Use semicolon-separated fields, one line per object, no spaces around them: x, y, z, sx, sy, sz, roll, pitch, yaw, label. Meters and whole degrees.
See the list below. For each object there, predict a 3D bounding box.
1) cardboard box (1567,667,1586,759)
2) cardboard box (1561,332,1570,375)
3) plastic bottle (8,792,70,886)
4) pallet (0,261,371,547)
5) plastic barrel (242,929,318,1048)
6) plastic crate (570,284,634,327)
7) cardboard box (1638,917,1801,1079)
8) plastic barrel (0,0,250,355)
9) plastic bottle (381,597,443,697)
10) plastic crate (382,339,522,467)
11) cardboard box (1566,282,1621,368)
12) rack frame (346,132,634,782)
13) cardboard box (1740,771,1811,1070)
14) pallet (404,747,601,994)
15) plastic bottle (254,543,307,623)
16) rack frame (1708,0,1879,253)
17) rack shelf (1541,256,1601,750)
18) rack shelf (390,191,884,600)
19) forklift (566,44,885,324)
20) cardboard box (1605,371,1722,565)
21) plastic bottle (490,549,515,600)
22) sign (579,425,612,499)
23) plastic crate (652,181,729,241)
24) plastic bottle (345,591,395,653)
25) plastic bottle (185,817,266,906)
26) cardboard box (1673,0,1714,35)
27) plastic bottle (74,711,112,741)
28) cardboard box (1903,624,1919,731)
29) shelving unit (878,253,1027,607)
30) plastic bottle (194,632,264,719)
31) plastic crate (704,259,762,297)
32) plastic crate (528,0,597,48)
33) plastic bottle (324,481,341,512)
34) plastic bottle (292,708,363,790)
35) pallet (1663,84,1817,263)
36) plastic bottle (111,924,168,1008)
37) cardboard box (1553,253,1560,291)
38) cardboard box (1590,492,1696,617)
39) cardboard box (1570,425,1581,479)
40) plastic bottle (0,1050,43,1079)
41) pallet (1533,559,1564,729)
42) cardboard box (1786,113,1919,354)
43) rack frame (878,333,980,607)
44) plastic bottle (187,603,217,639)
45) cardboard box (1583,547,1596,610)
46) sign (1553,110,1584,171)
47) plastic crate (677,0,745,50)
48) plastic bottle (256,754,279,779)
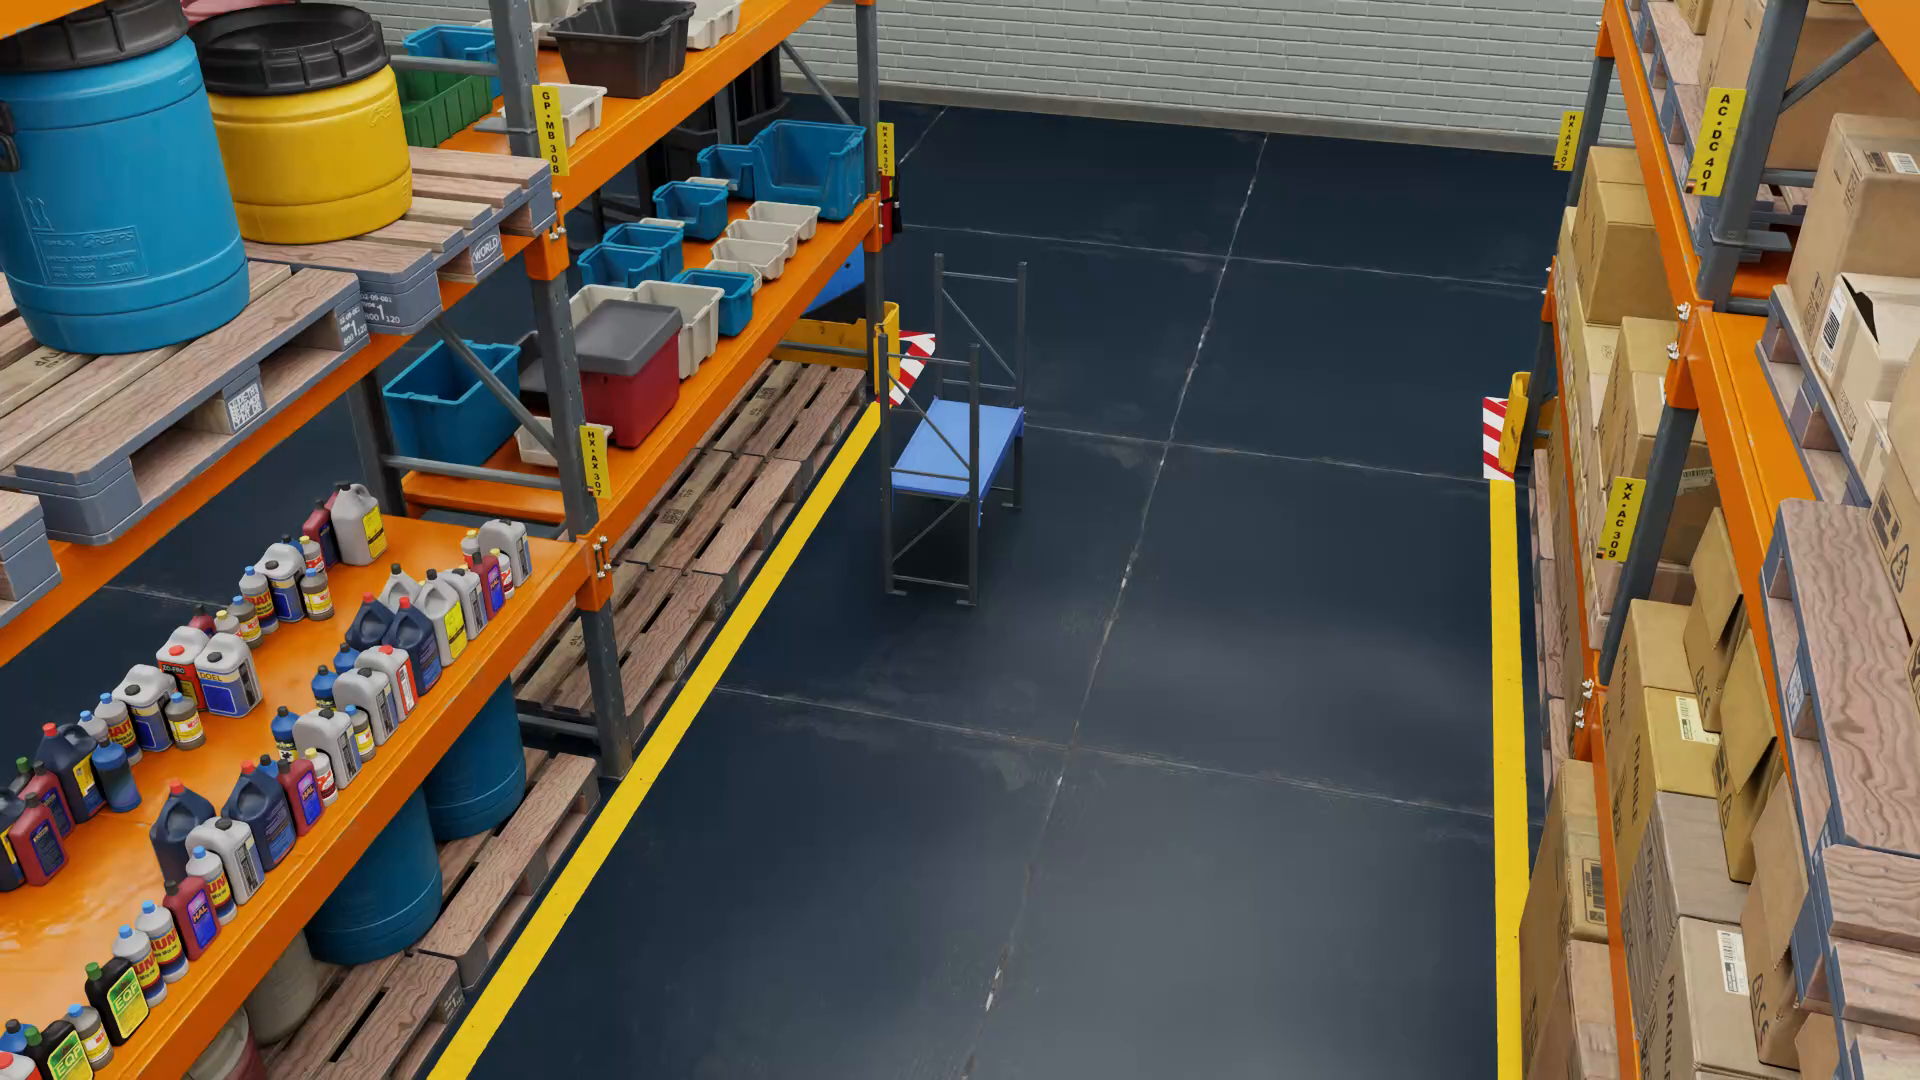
3.039;0.793;6.796;0.875;0.875;0.875;8;33;12;cardboard box
3.141;-0.892;8.092;0.380;0.149;0.250;7;33;11;cardboard box
-2.845;0.918;5.119;0.061;0.283;0.133;8;33;12;plastic bottle
-2.386;-0.447;4.537;1.003;0.211;1.213;8;33;12;pallet
-2.560;1.531;5.973;0.421;0.512;0.421;0;32;0;plastic barrel
-1.845;-1.128;8.419;0.293;0.136;0.466;8;33;12;plastic crate
2.056;1.357;4.227;0.500;0.500;0.500;9;33;13;cardboard box
-2.282;-1.018;4.400;0.600;0.901;0.708;8;33;12;plastic barrel
-1.960;0.369;5.920;0.144;0.351;0.185;8;33;12;plastic bottle
-2.208;-0.577;7.321;0.392;0.384;0.575;8;33;12;plastic crate
3.170;-0.990;7.874;0.500;0.250;0.500;7;33;11;cardboard box
-1.996;-0.270;6.878;1.000;3.000;0.127;8;33;12;rack frame
2.312;0.951;3.930;0.797;0.503;0.637;9;34;14;cardboard box
-2.232;1.302;7.005;1.003;0.211;1.213;8;33;12;pallet
-2.575;0.161;6.317;0.152;0.276;0.135;8;33;12;plastic bottle
2.794;-2.127;4.208;1.000;3.000;0.127;8;33;12;rack frame
3.302;-0.330;7.643;1.077;0.370;4.000;8;33;12;rack shelf
-1.489;-1.004;8.704;1.077;0.370;4.000;8;33;12;rack shelf
-2.031;-3.108;11.407;3.031;2.935;1.130;20;38;29;forklift
2.652;-0.249;6.009;0.500;0.500;0.500;9;34;14;cardboard box
-1.787;0.127;6.440;0.097;0.201;0.097;0;32;0;plastic bottle
-1.465;-0.311;6.685;0.100;0.325;0.005;8;33;12;sign
-1.529;-1.875;9.504;0.416;0.233;0.300;8;33;12;plastic crate
-2.099;0.349;5.951;0.144;0.351;0.185;8;33;12;plastic bottle
-2.237;0.958;5.062;0.152;0.276;0.135;8;33;12;plastic bottle
3.386;-2.371;6.810;0.700;0.500;0.500;6;33;9;cardboard box
-2.857;0.681;5.503;0.097;0.271;0.097;0;32;0;plastic bottle
1.998;0.209;2.845;0.500;0.500;0.500;10;34;15;cardboard box
-0.022;-0.589;8.778;0.538;1.500;1.048;8;33;12;shelving unit
-2.570;0.472;5.827;0.152;0.276;0.135;8;33;12;plastic bottle
-1.205;-1.359;8.782;0.298;0.136;0.250;8;33;12;plastic crate
-1.842;-2.453;7.627;0.437;0.282;0.530;8;33;12;plastic crate
-2.502;-0.088;6.702;0.061;0.283;0.133;8;33;12;plastic bottle
-2.097;0.673;5.512;0.152;0.276;0.135;8;33;12;plastic bottle
3.012;-1.247;5.702;1.003;0.211;1.213;8;33;12;pallet
-2.323;1.194;4.695;0.097;0.271;0.097;0;32;0;plastic bottle
3.400;-1.426;8.931;0.380;0.149;0.250;8;33;13;cardboard box
2.653;0.078;6.195;0.500;0.250;0.500;7;33;11;cardboard box
2.881;-0.359;7.253;0.380;0.149;0.250;7;33;12;cardboard box
-2.472;1.438;4.308;0.152;0.276;0.135;8;33;12;plastic bottle
3.371;0.562;8.169;1.003;0.211;1.213;8;33;12;pallet
2.657;-0.778;4.398;0.700;0.500;0.500;9;33;14;cardboard box
-0.151;-0.325;8.363;0.500;1.500;0.032;8;33;12;rack frame
-2.727;0.373;5.977;0.061;0.283;0.133;8;33;12;plastic bottle
2.620;0.174;6.415;0.380;0.149;0.250;9;33;13;cardboard box
3.274;-2.148;8.953;0.100;0.325;0.005;8;33;12;sign
-1.266;-2.394;7.669;0.437;0.136;0.530;8;33;12;plastic crate
-2.193;0.800;5.316;0.097;0.271;0.097;0;32;0;plastic bottle
